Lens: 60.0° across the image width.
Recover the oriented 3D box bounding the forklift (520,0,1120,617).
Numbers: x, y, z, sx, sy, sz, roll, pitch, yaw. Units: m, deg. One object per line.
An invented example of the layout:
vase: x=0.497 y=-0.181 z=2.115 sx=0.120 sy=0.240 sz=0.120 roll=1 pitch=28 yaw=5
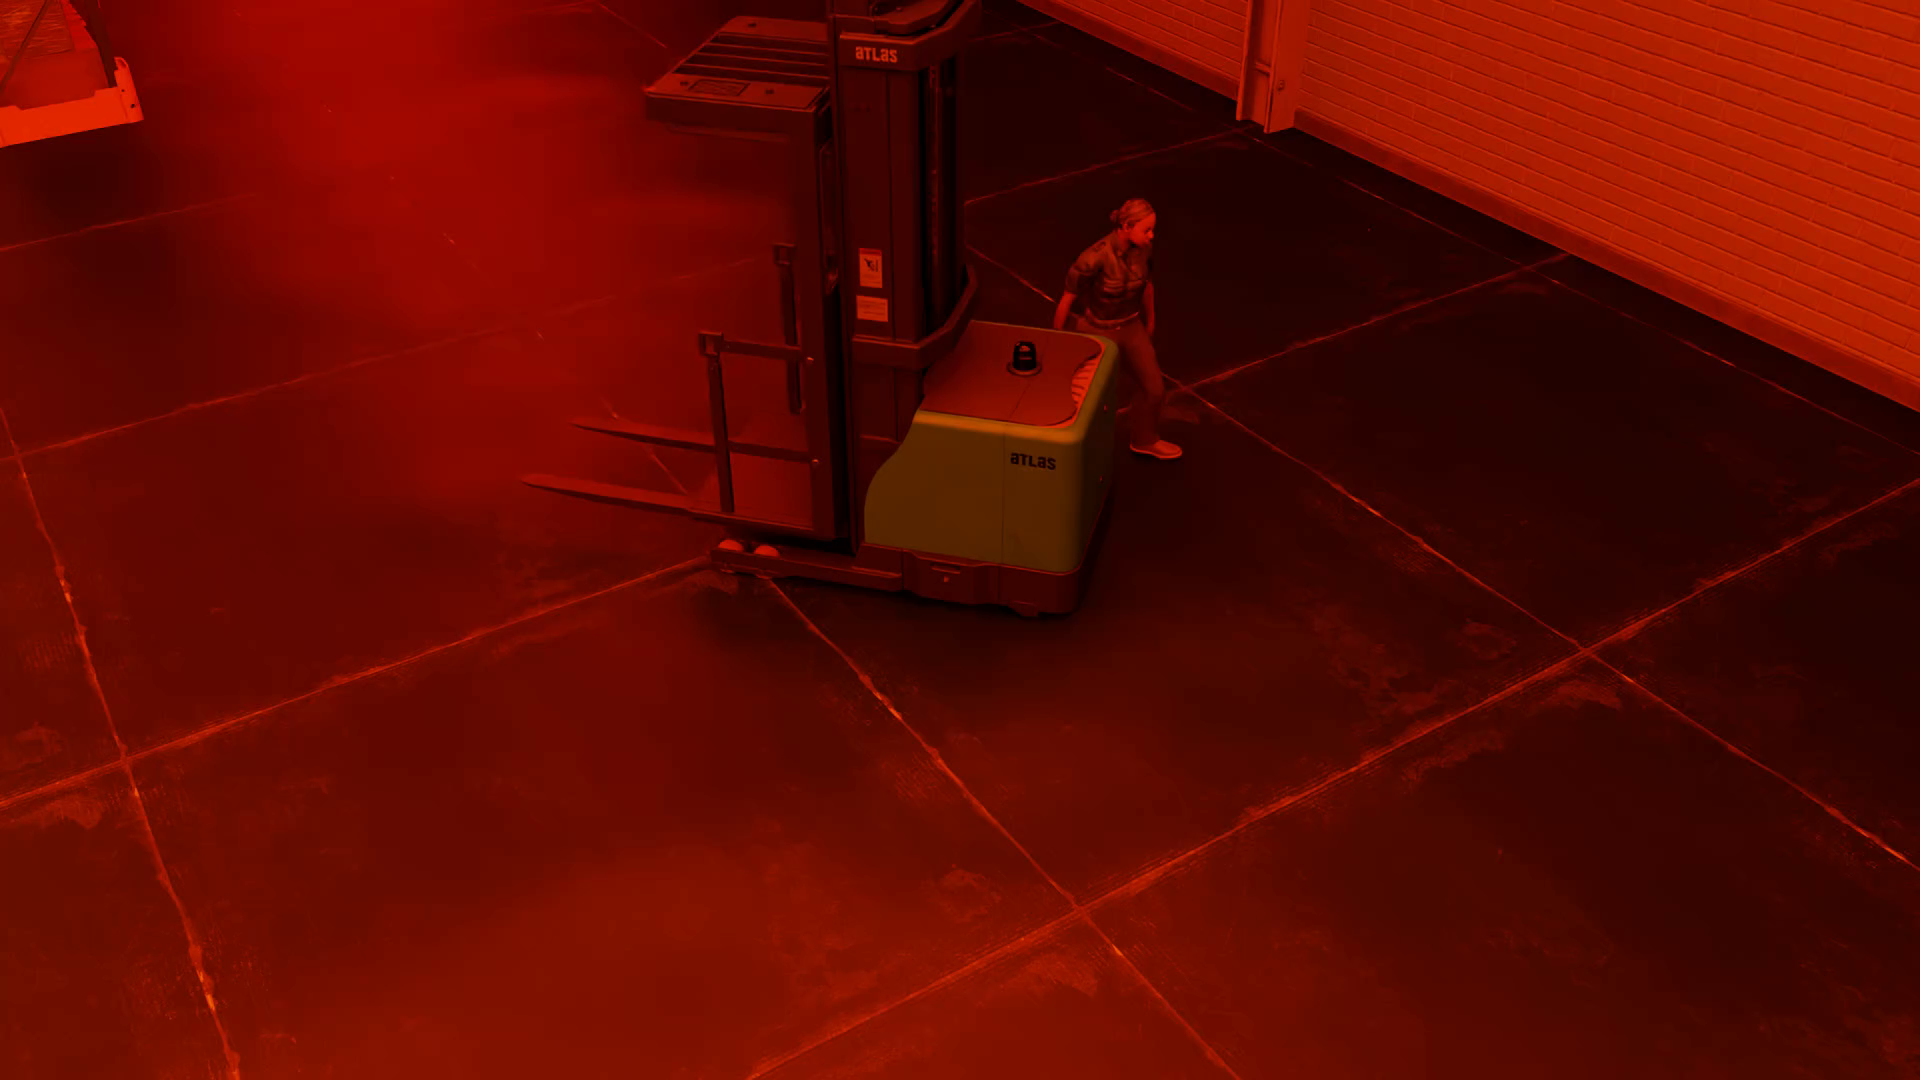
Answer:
forklift: x=-0.769 y=-1.285 z=7.977 sx=3.031 sy=2.935 sz=1.130 roll=9 pitch=36 yaw=12

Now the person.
person: x=0.837 y=-1.081 z=8.851 sx=0.791 sy=1.615 sz=0.385 roll=-20 pitch=40 yaw=-26
